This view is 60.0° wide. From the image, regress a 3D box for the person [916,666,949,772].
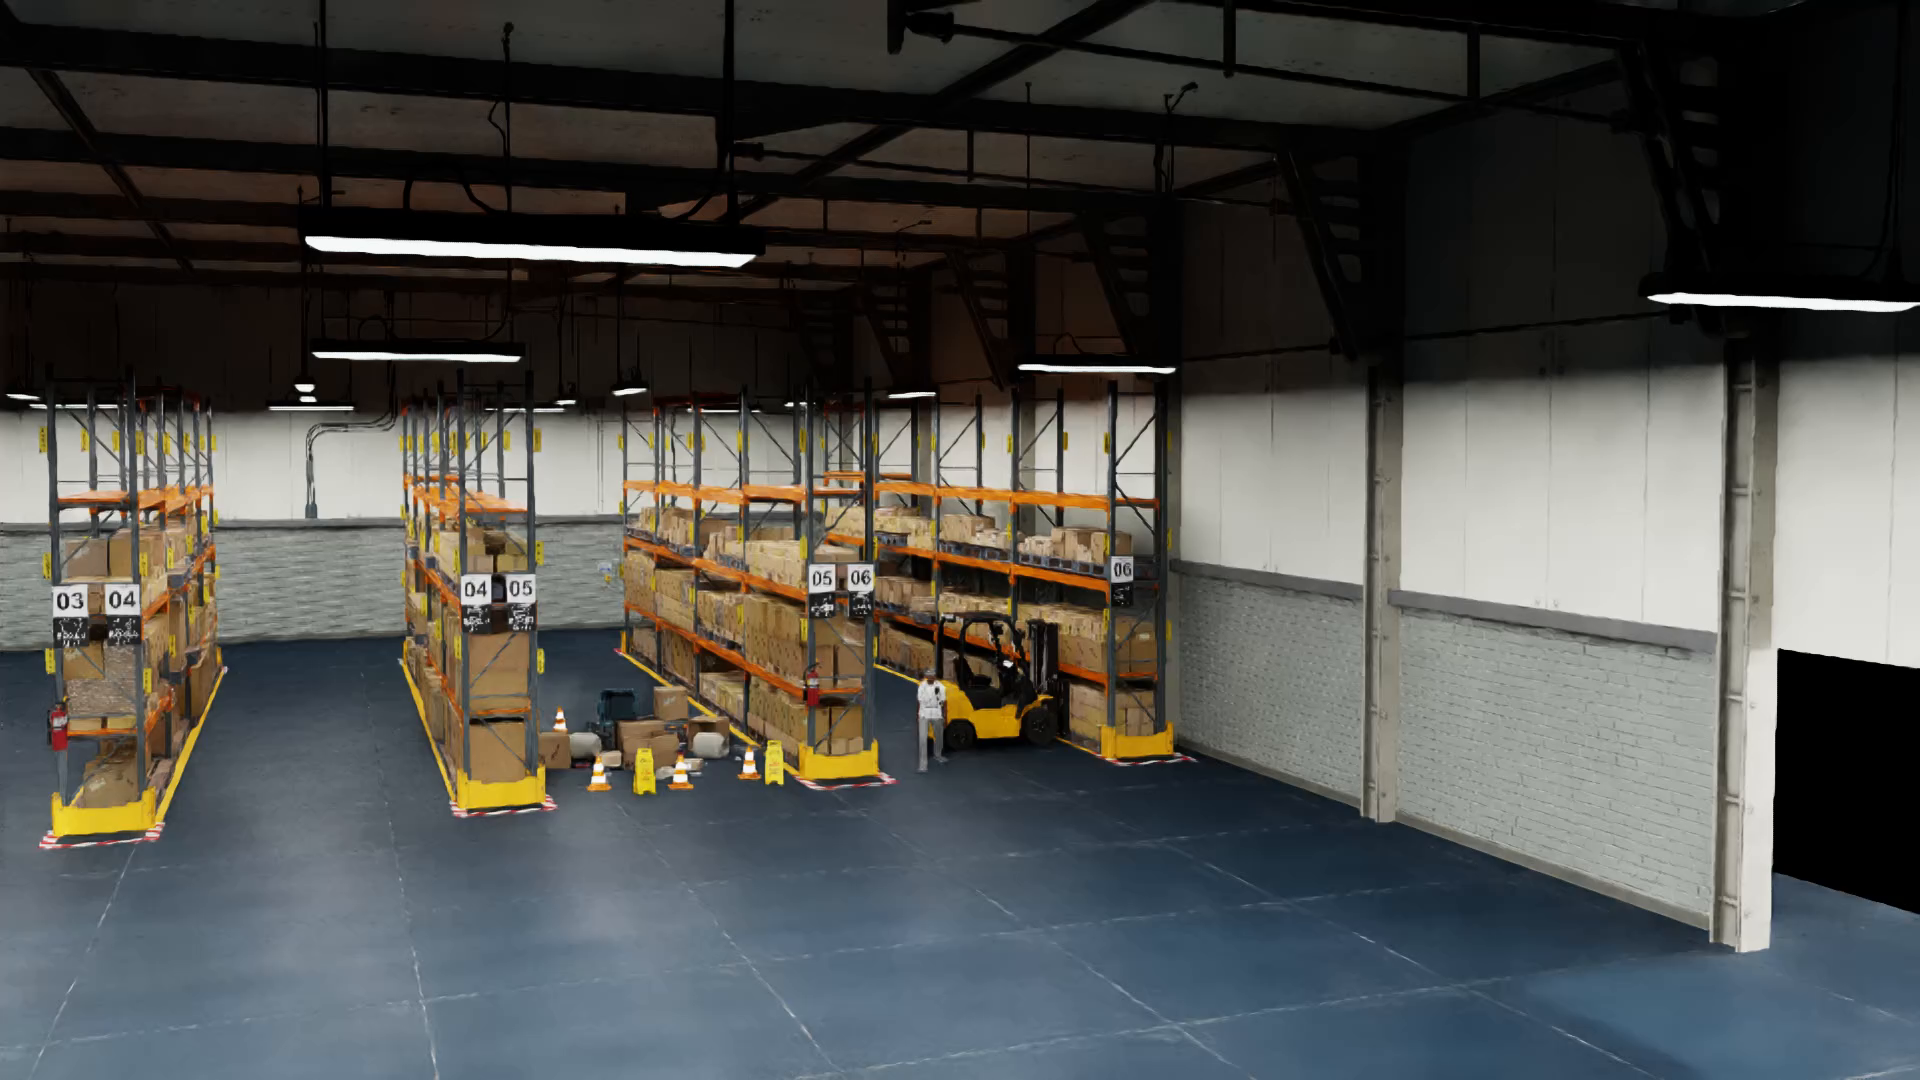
[{"bbox_3d":[-0.428,2.701,25.492,0.498,1.608,0.915,0,3,-1],"label":"person"}]
